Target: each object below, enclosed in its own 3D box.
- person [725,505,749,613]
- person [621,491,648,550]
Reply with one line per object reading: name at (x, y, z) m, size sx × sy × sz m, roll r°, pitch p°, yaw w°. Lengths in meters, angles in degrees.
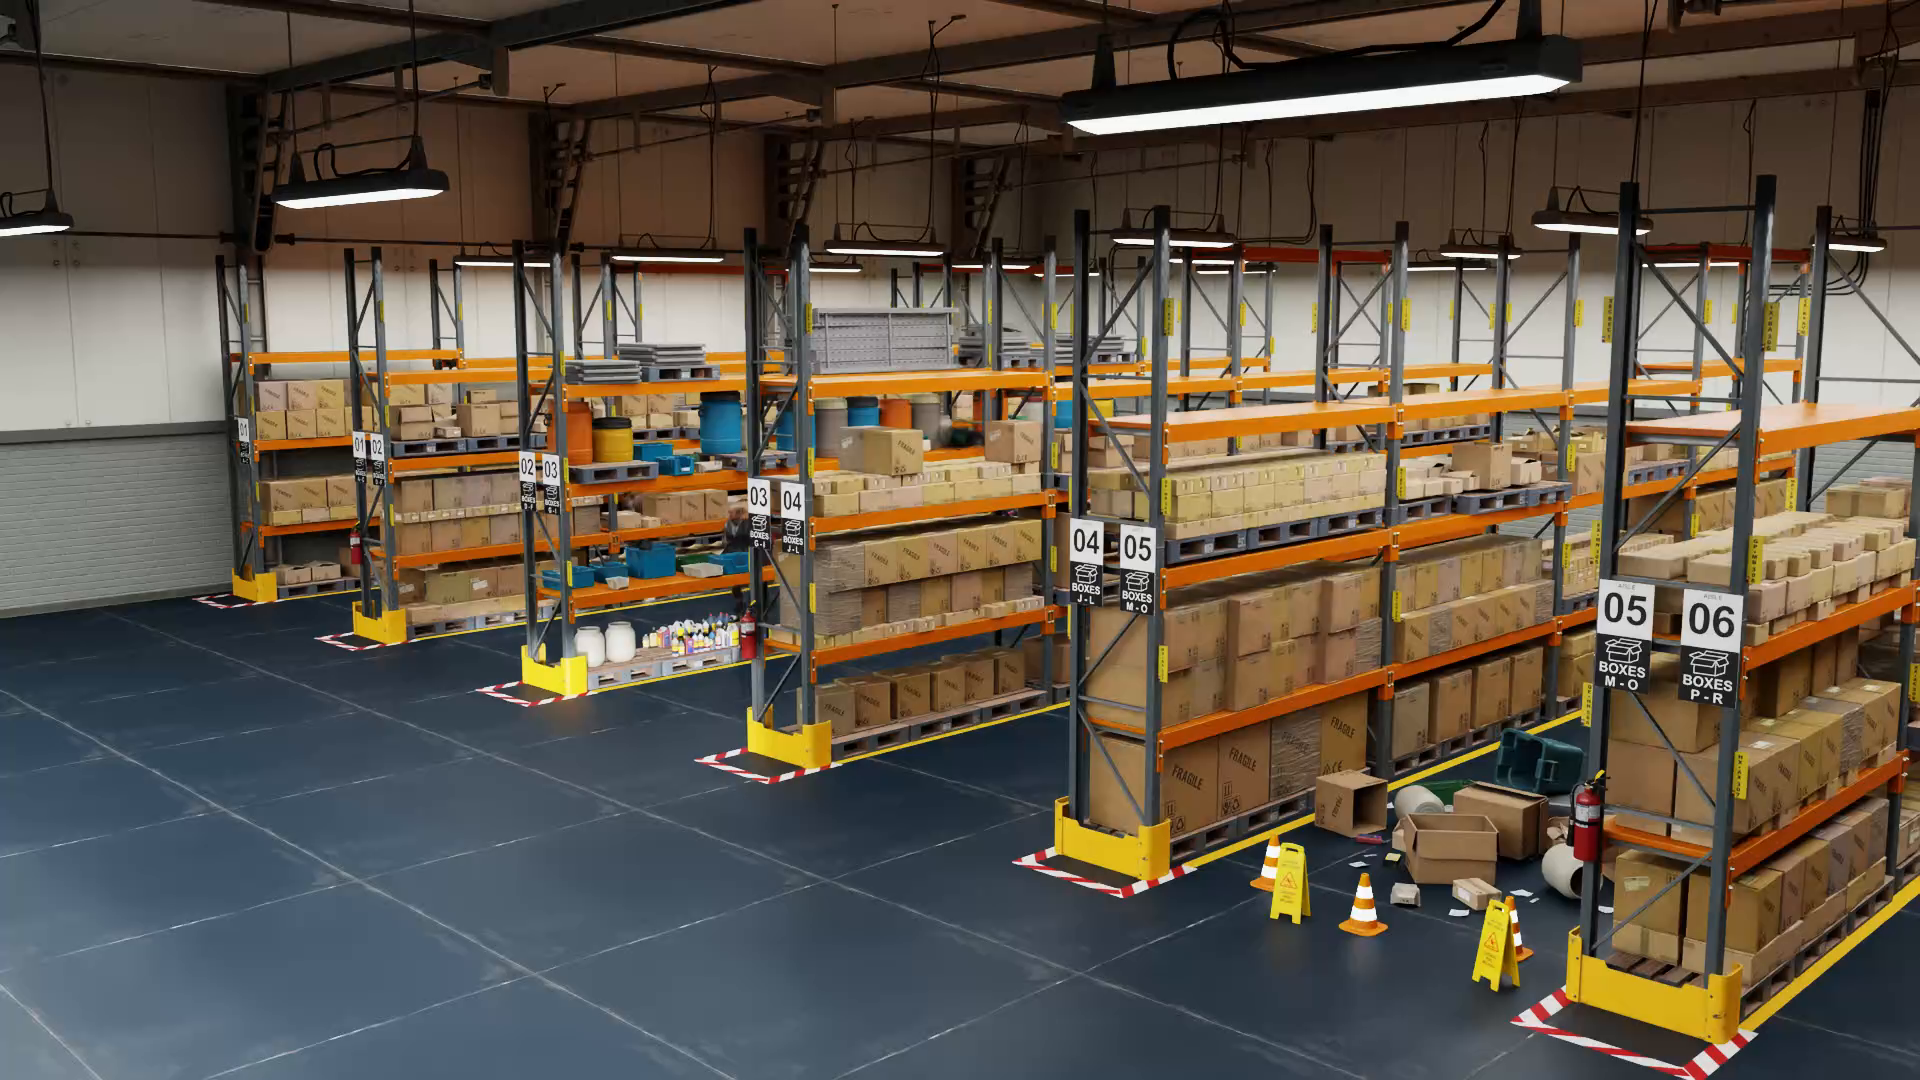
person at (-3.478, 0.294, 26.663) m, size 0.620 × 1.748 × 0.631 m, roll 2°, pitch 8°, yaw 12°
person at (-6.245, -0.250, 32.309) m, size 0.709 × 1.725 × 0.749 m, roll 5°, pitch 9°, yaw 29°
